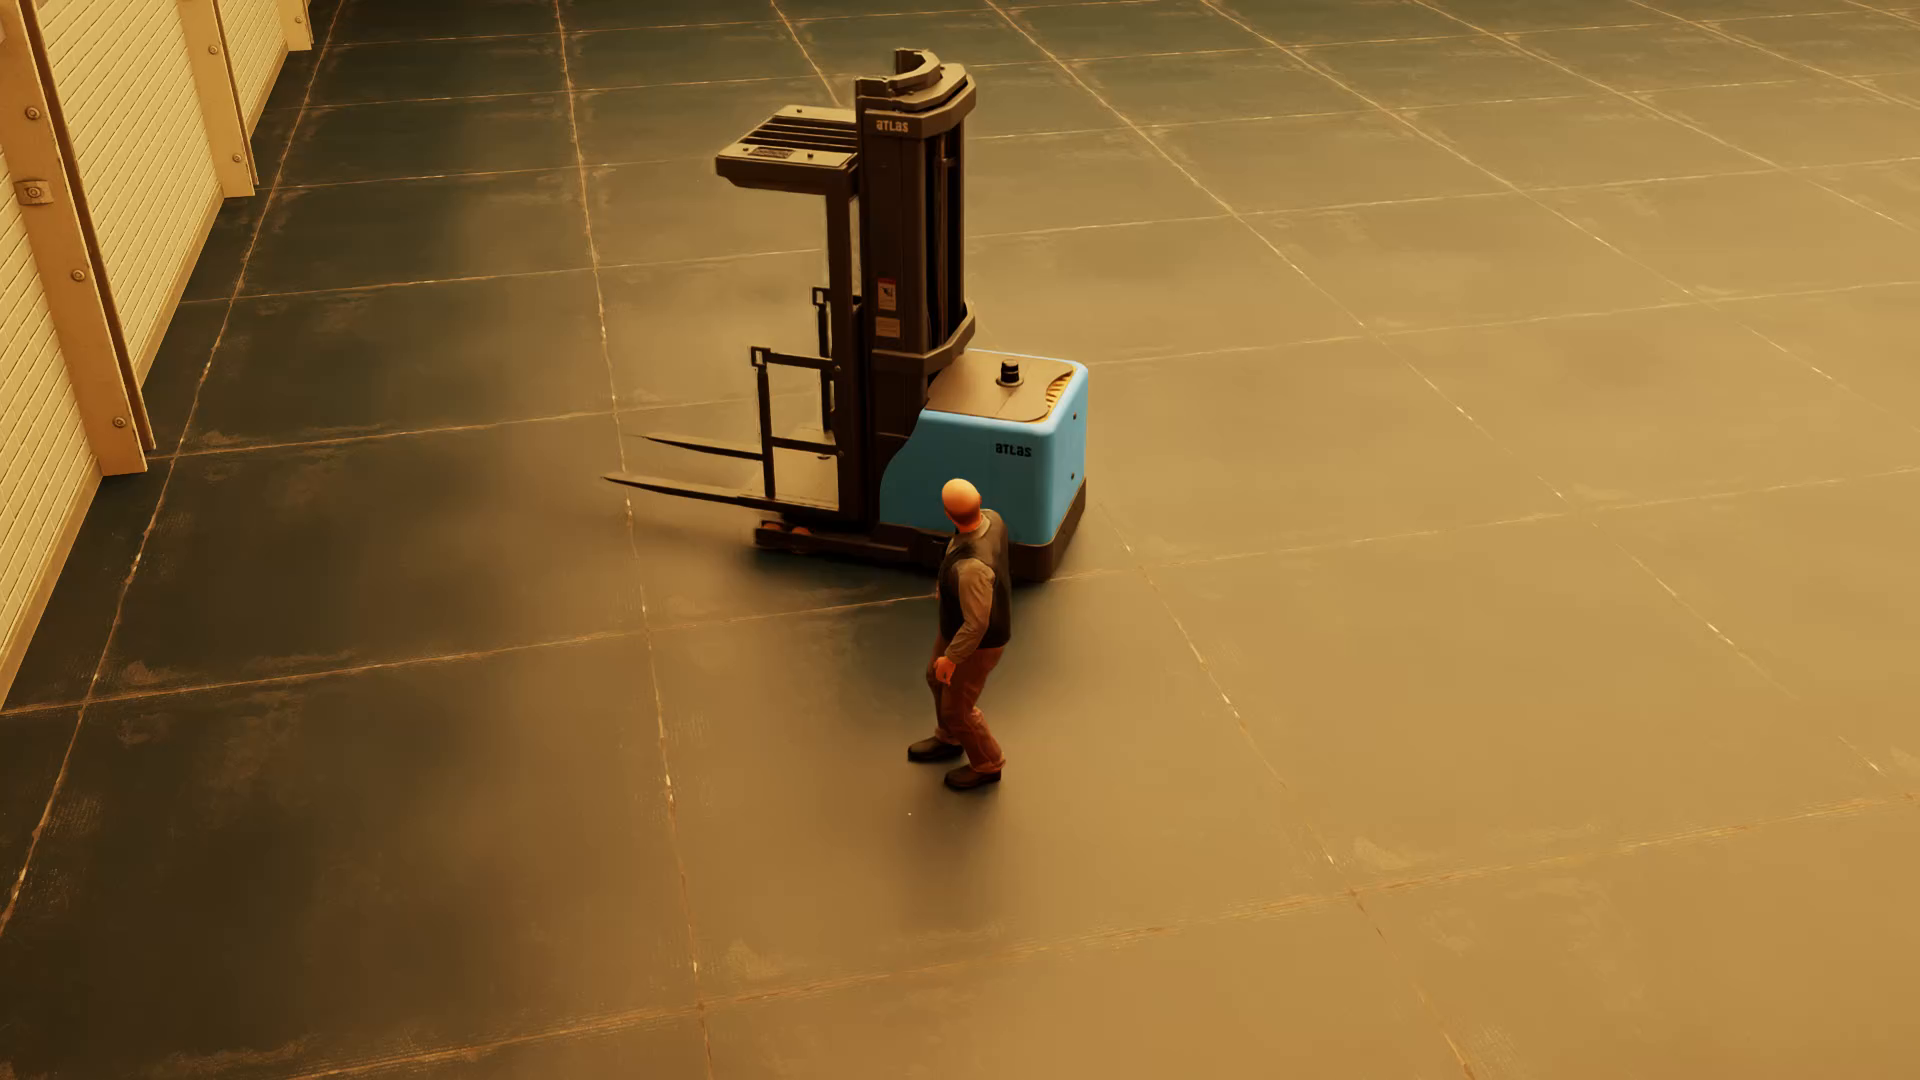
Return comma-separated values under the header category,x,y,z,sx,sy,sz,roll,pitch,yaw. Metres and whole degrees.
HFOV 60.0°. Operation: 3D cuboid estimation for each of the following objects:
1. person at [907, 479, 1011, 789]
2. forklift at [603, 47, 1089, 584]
category,x,y,z,sx,sy,sz,roll,pitch,yaw
person,-0.008,0.458,8.020,0.511,1.700,0.724,-1,30,-2
forklift,-0.770,-1.422,10.031,3.031,2.935,1.130,9,31,15
